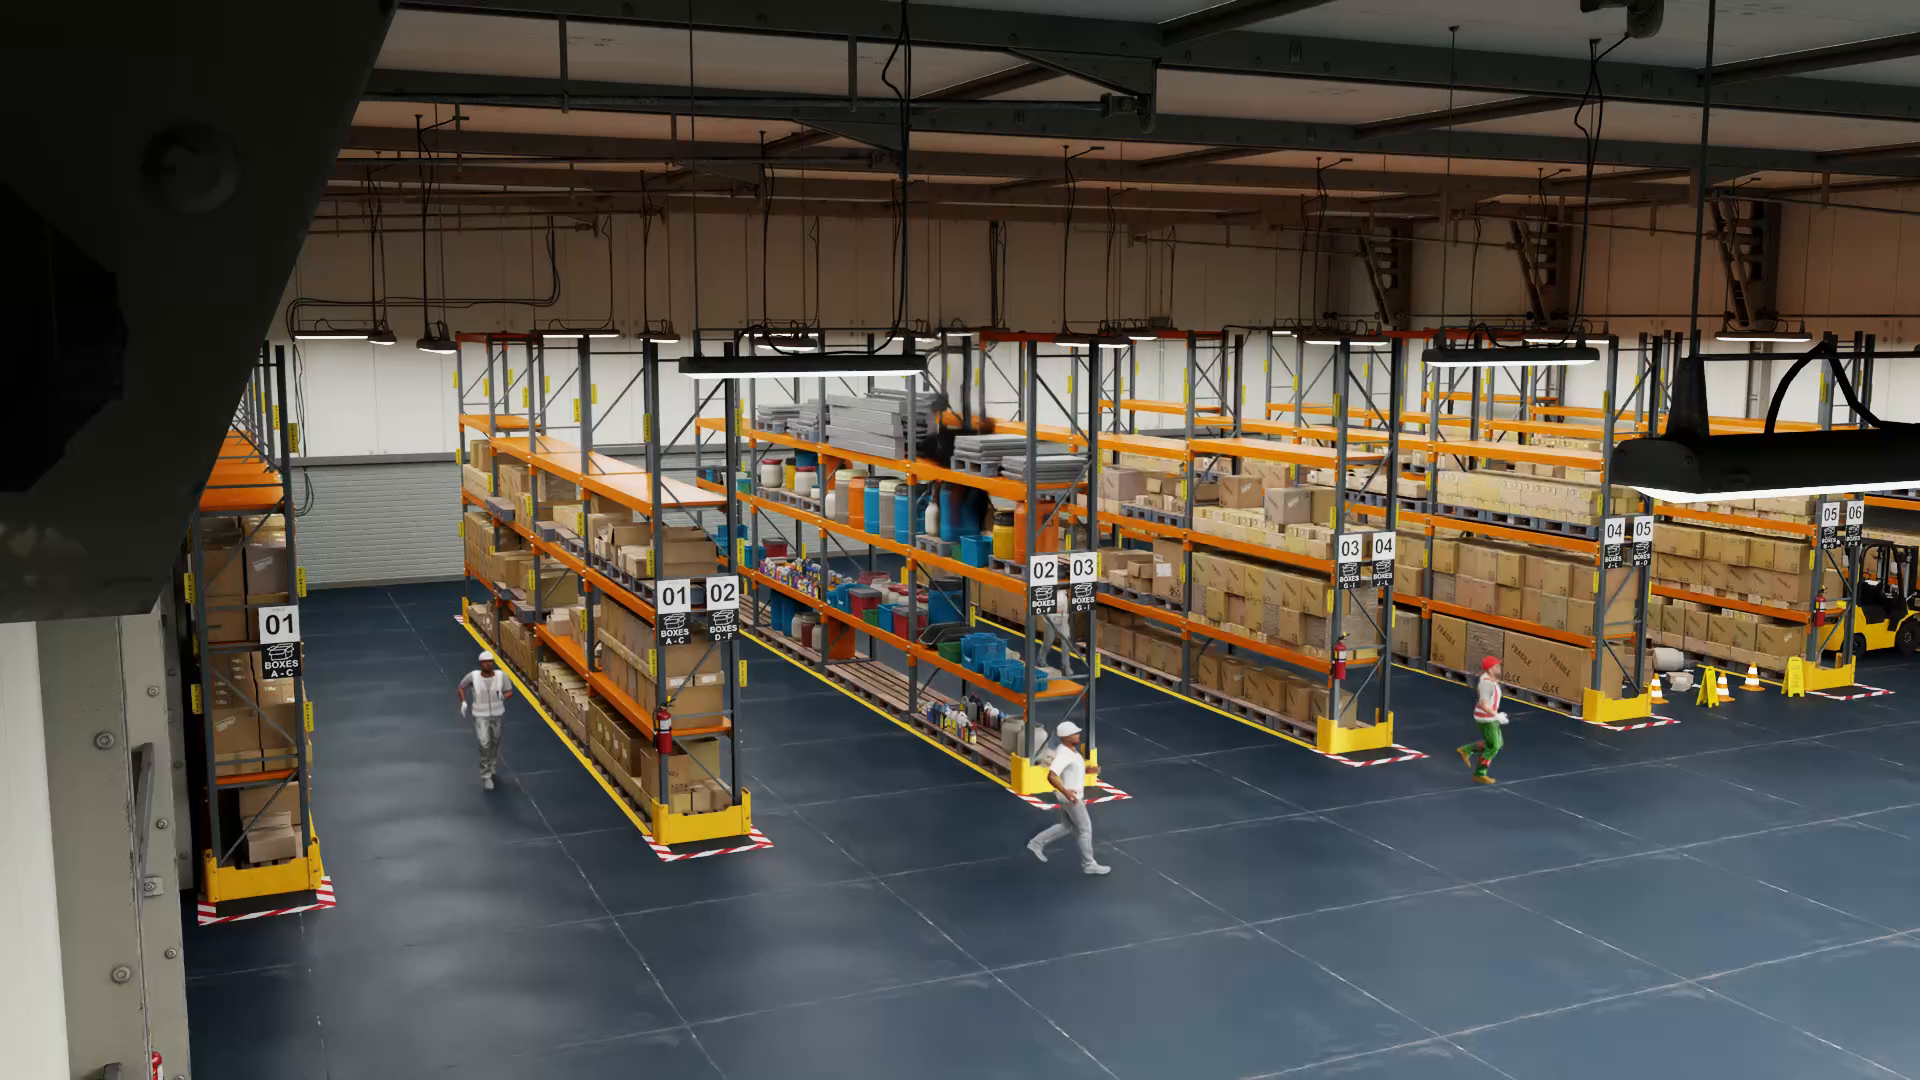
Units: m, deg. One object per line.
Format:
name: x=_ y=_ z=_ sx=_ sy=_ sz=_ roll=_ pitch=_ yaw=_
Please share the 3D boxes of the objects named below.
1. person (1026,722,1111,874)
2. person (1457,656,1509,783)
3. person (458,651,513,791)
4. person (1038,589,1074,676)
person: x=1.256 y=2.904 z=18.863 sx=0.931 sy=1.723 sz=0.710 roll=0 pitch=8 yaw=3
person: x=7.132 y=2.433 z=22.638 sx=0.668 sy=1.751 sz=0.657 roll=3 pitch=8 yaw=20
person: x=-6.402 y=2.404 z=22.549 sx=0.676 sy=1.831 sz=0.849 roll=-4 pitch=9 yaw=-29
person: x=1.691 y=1.472 z=29.593 sx=0.608 sy=1.809 sz=0.909 roll=-3 pitch=8 yaw=-23
